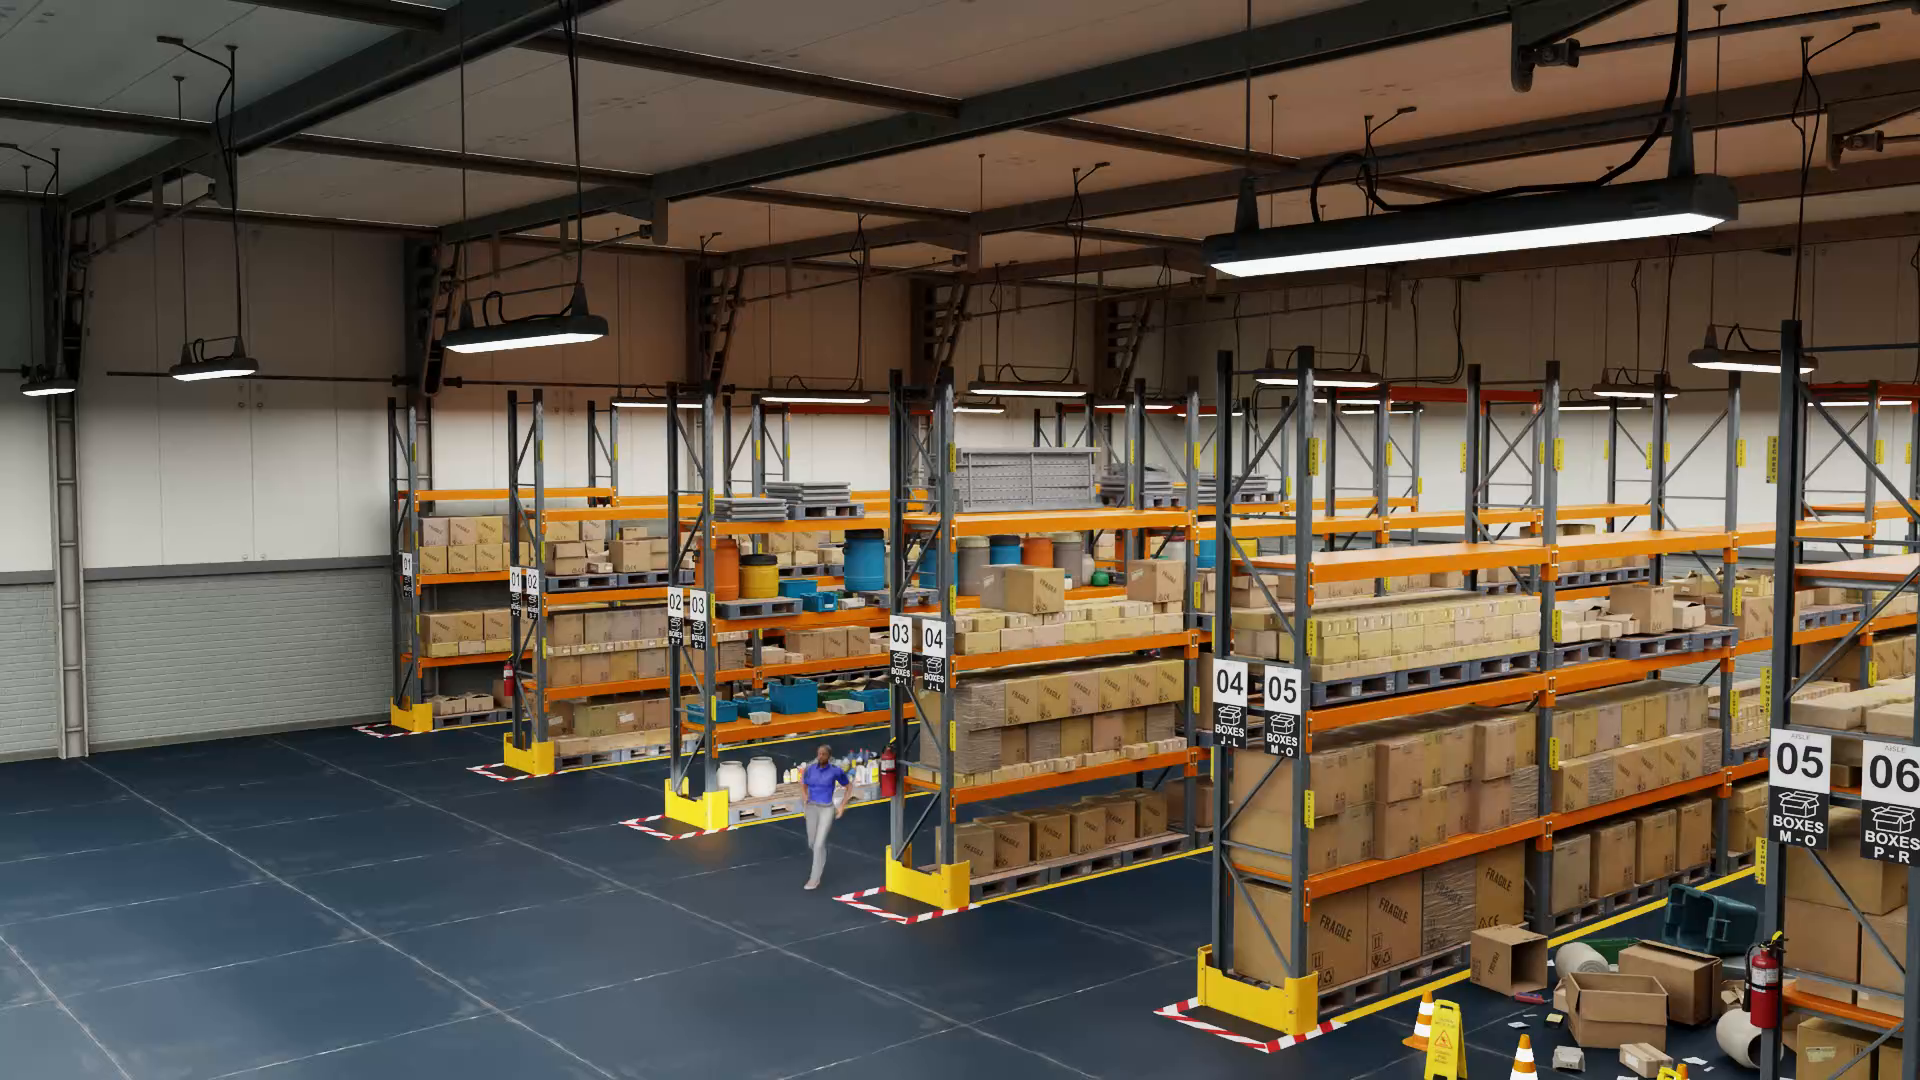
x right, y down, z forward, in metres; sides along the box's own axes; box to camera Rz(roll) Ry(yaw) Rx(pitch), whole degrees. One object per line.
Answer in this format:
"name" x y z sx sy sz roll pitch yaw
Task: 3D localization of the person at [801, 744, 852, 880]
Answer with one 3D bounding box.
"person" -1.570 3.160 19.525 0.623 1.574 0.673 1 3 16
